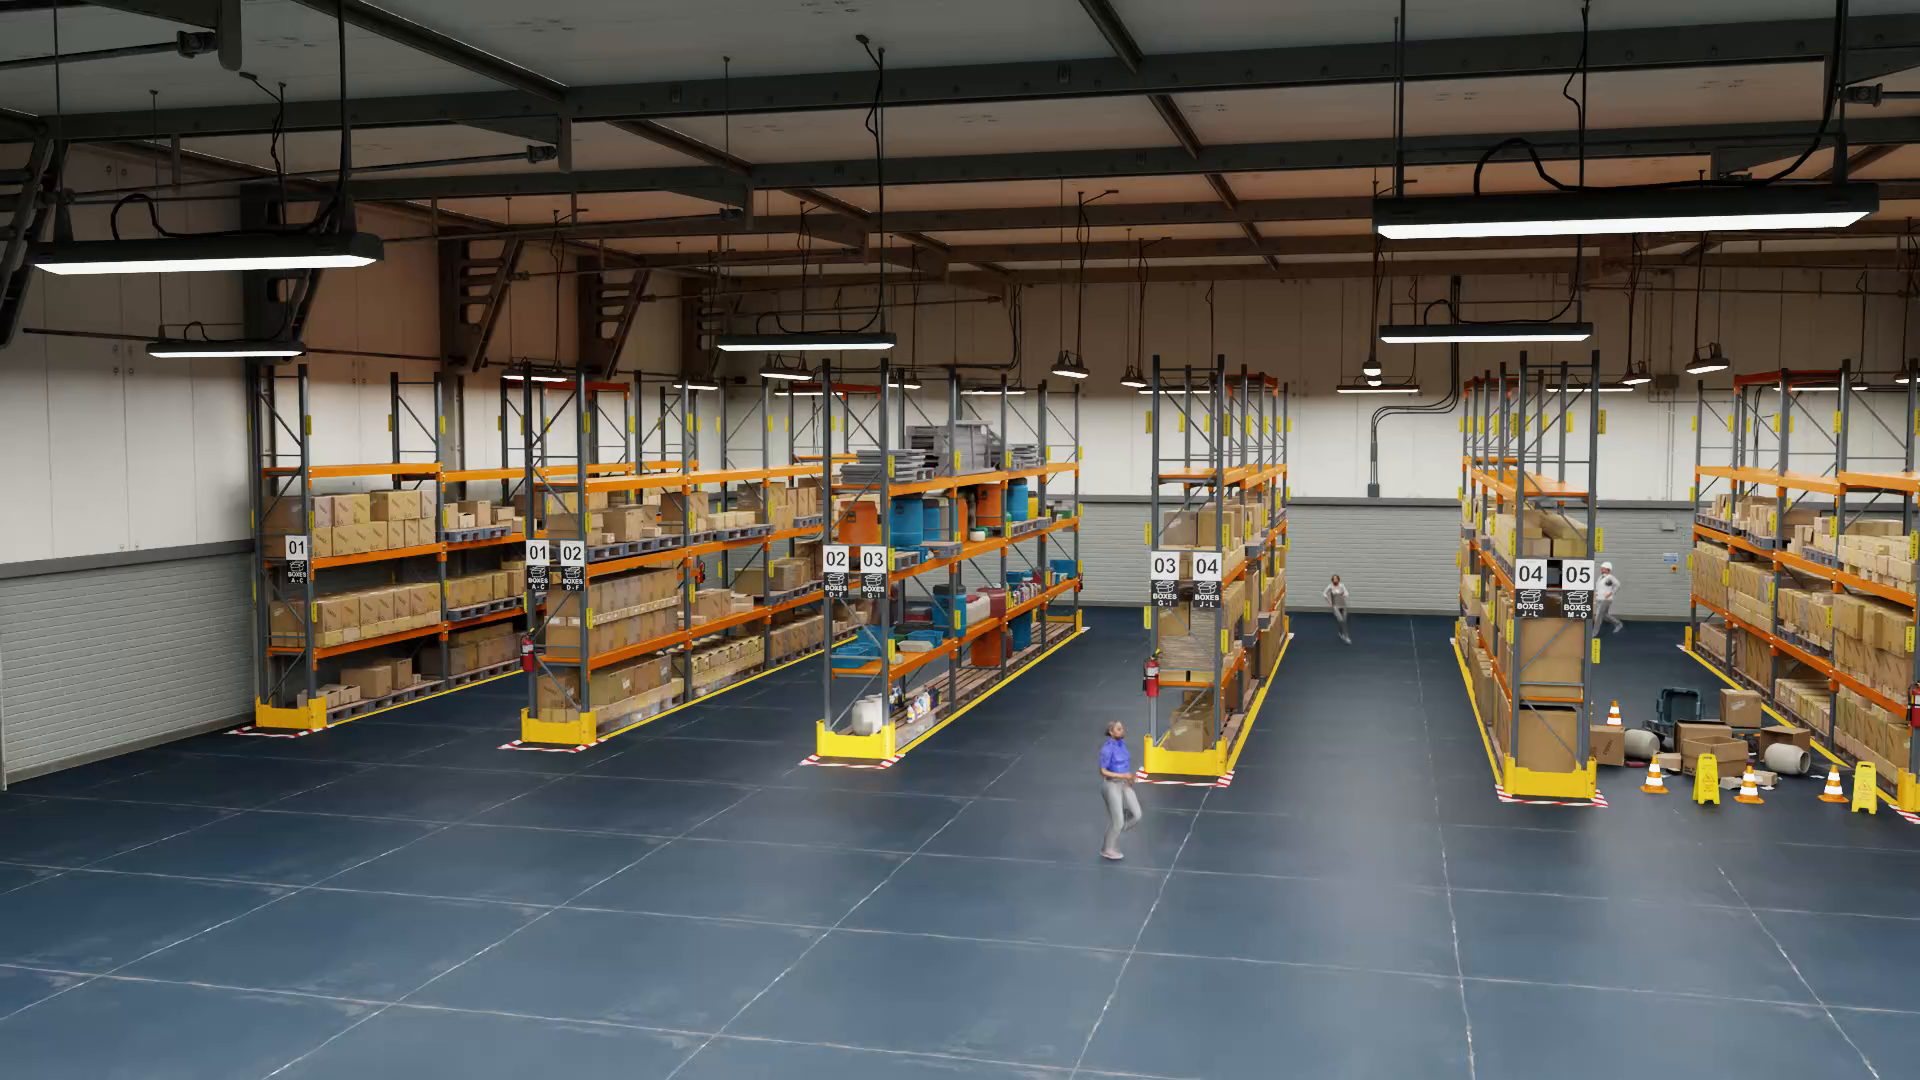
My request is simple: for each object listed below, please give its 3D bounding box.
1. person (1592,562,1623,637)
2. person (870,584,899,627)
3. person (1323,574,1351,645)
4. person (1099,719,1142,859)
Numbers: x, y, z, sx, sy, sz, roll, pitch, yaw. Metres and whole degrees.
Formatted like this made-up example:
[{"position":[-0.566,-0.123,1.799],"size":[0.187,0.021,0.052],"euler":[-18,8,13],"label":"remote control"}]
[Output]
[{"position":[15.169,1.406,39.111],"size":[0.954,1.772,0.660],"euler":[0,4,0],"label":"person"},{"position":[-1.524,1.528,33.273],"size":[0.669,1.825,0.931],"euler":[1,4,17],"label":"person"},{"position":[8.680,1.576,38.268],"size":[0.568,1.598,0.744],"euler":[0,4,-7],"label":"person"},{"position":[1.860,2.870,19.133],"size":[0.553,1.611,0.565],"euler":[3,5,38],"label":"person"}]
